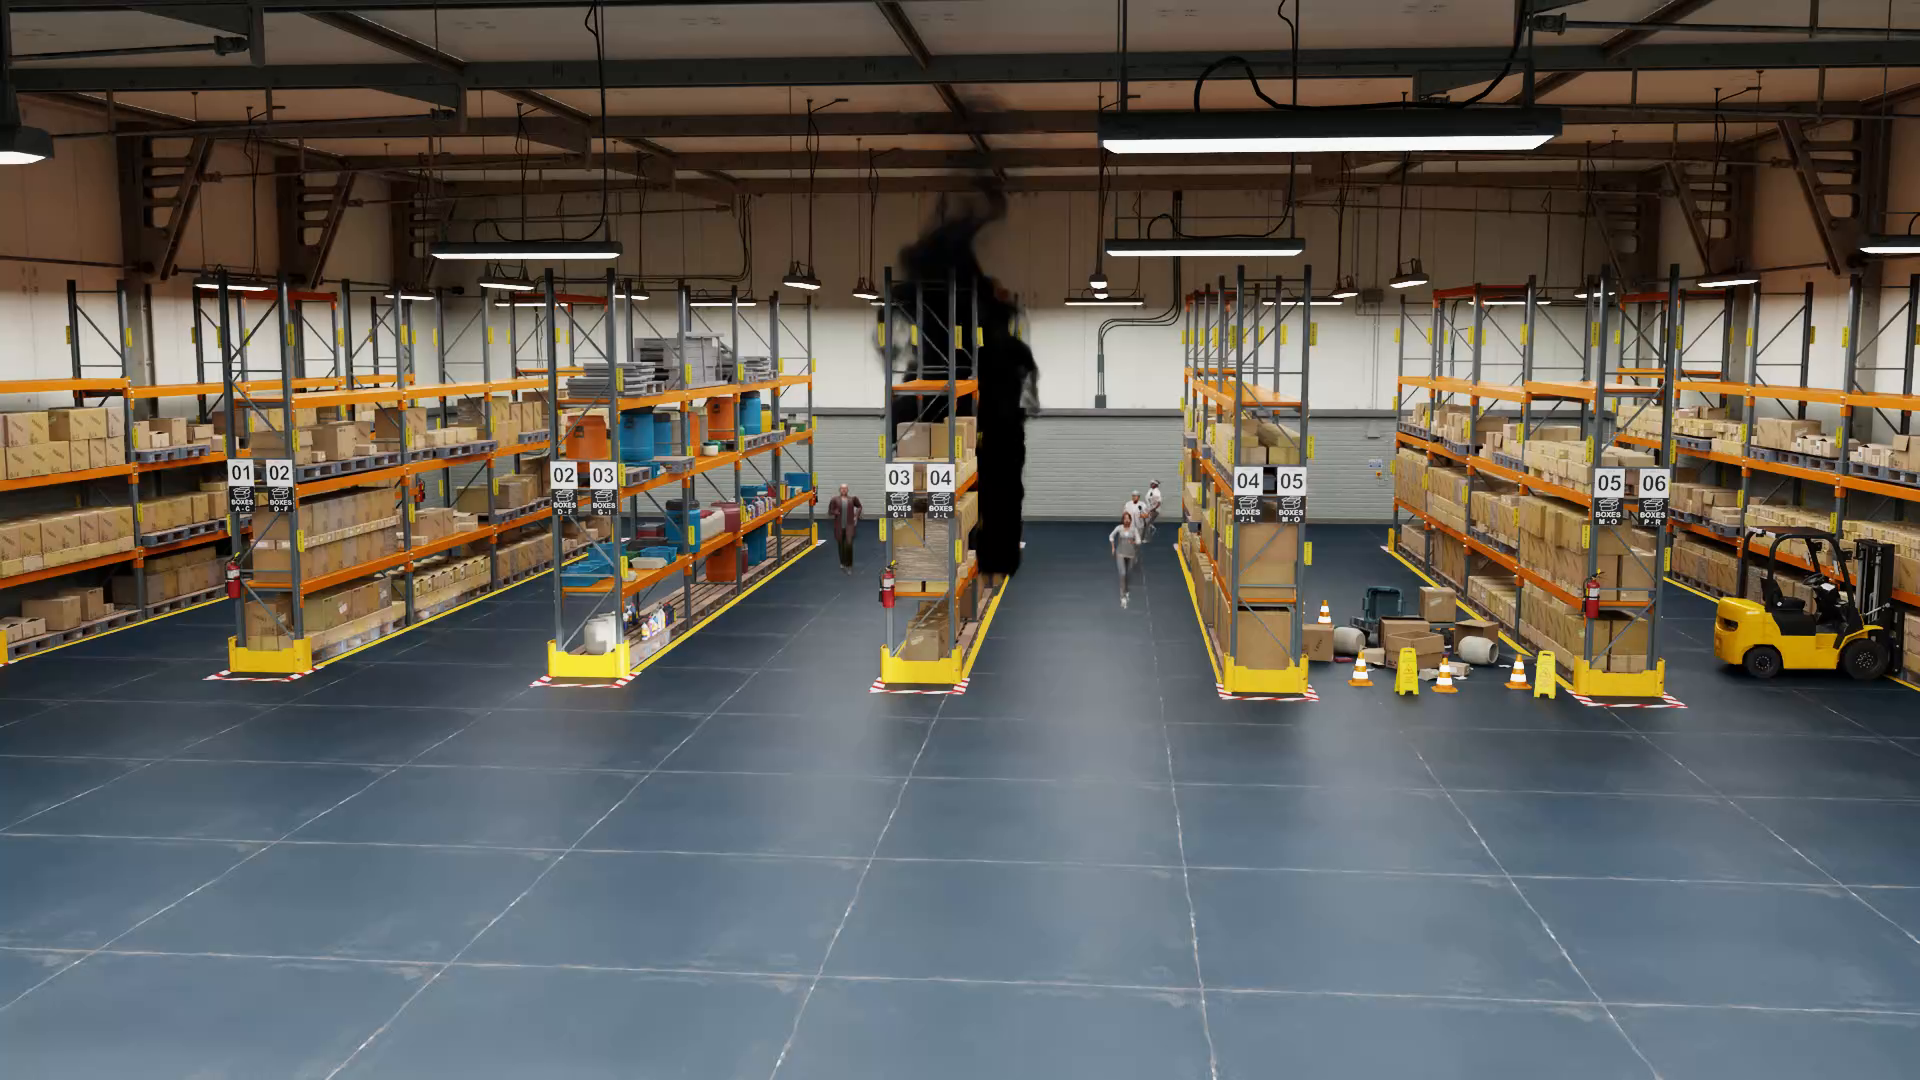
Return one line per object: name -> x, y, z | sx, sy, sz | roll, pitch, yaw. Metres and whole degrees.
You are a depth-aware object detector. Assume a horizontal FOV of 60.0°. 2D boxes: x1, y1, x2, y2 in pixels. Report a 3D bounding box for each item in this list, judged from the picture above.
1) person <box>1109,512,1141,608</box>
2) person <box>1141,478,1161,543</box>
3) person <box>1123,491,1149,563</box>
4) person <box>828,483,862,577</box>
person -> 2.935, 0.329, 29.448 | 0.517, 1.645, 0.729 | -1, 7, -5
person -> 4.659, -0.717, 40.480 | 0.516, 1.622, 0.612 | -3, 8, -24
person -> 3.873, -0.241, 36.598 | 0.574, 1.704, 0.697 | 1, 7, 6
person -> -2.322, -0.205, 33.528 | 0.688, 1.872, 0.743 | 0, 7, -1
